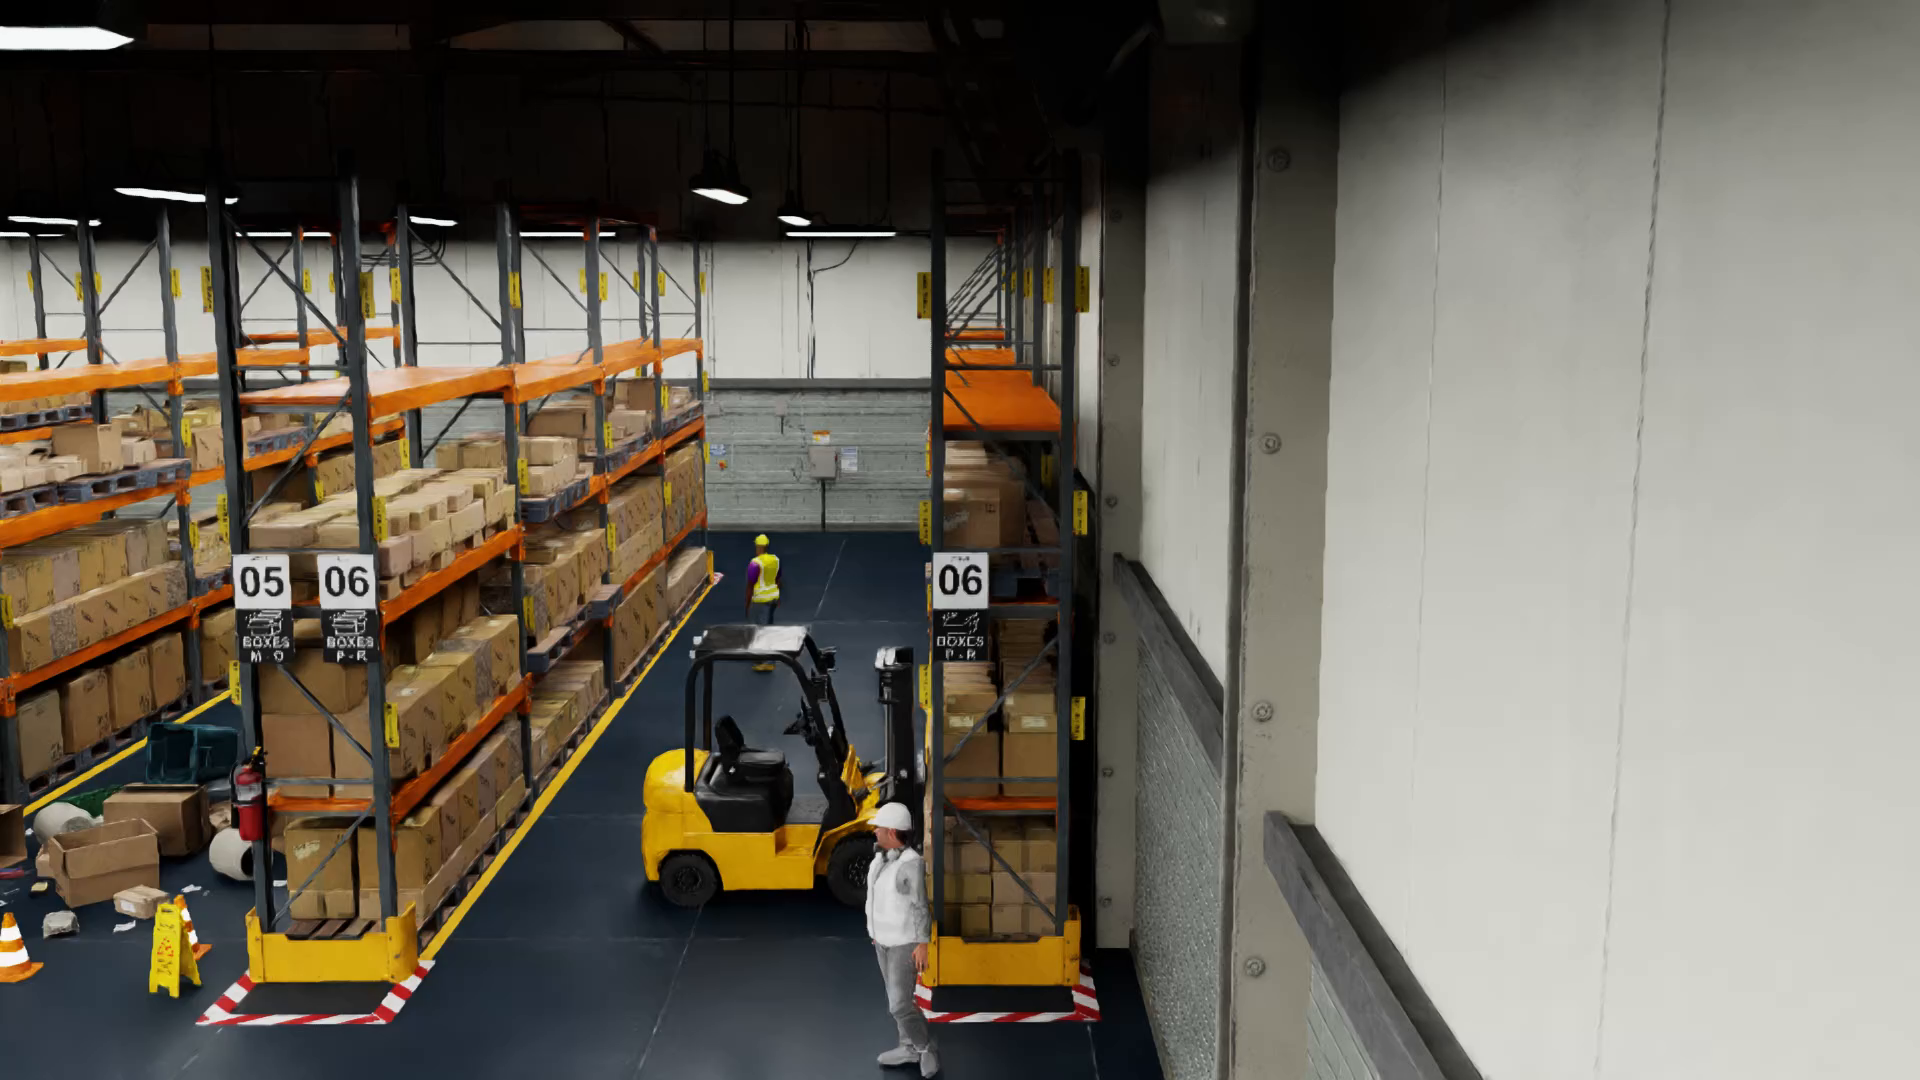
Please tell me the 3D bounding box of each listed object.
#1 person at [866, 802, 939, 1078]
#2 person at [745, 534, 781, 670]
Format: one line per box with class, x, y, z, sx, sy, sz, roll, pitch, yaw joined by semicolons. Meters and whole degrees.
person;-0.377;2.575;10.807;0.403;1.766;0.636;-5;11;-31
person;-2.613;0.790;21.905;0.574;1.764;0.669;5;10;28
